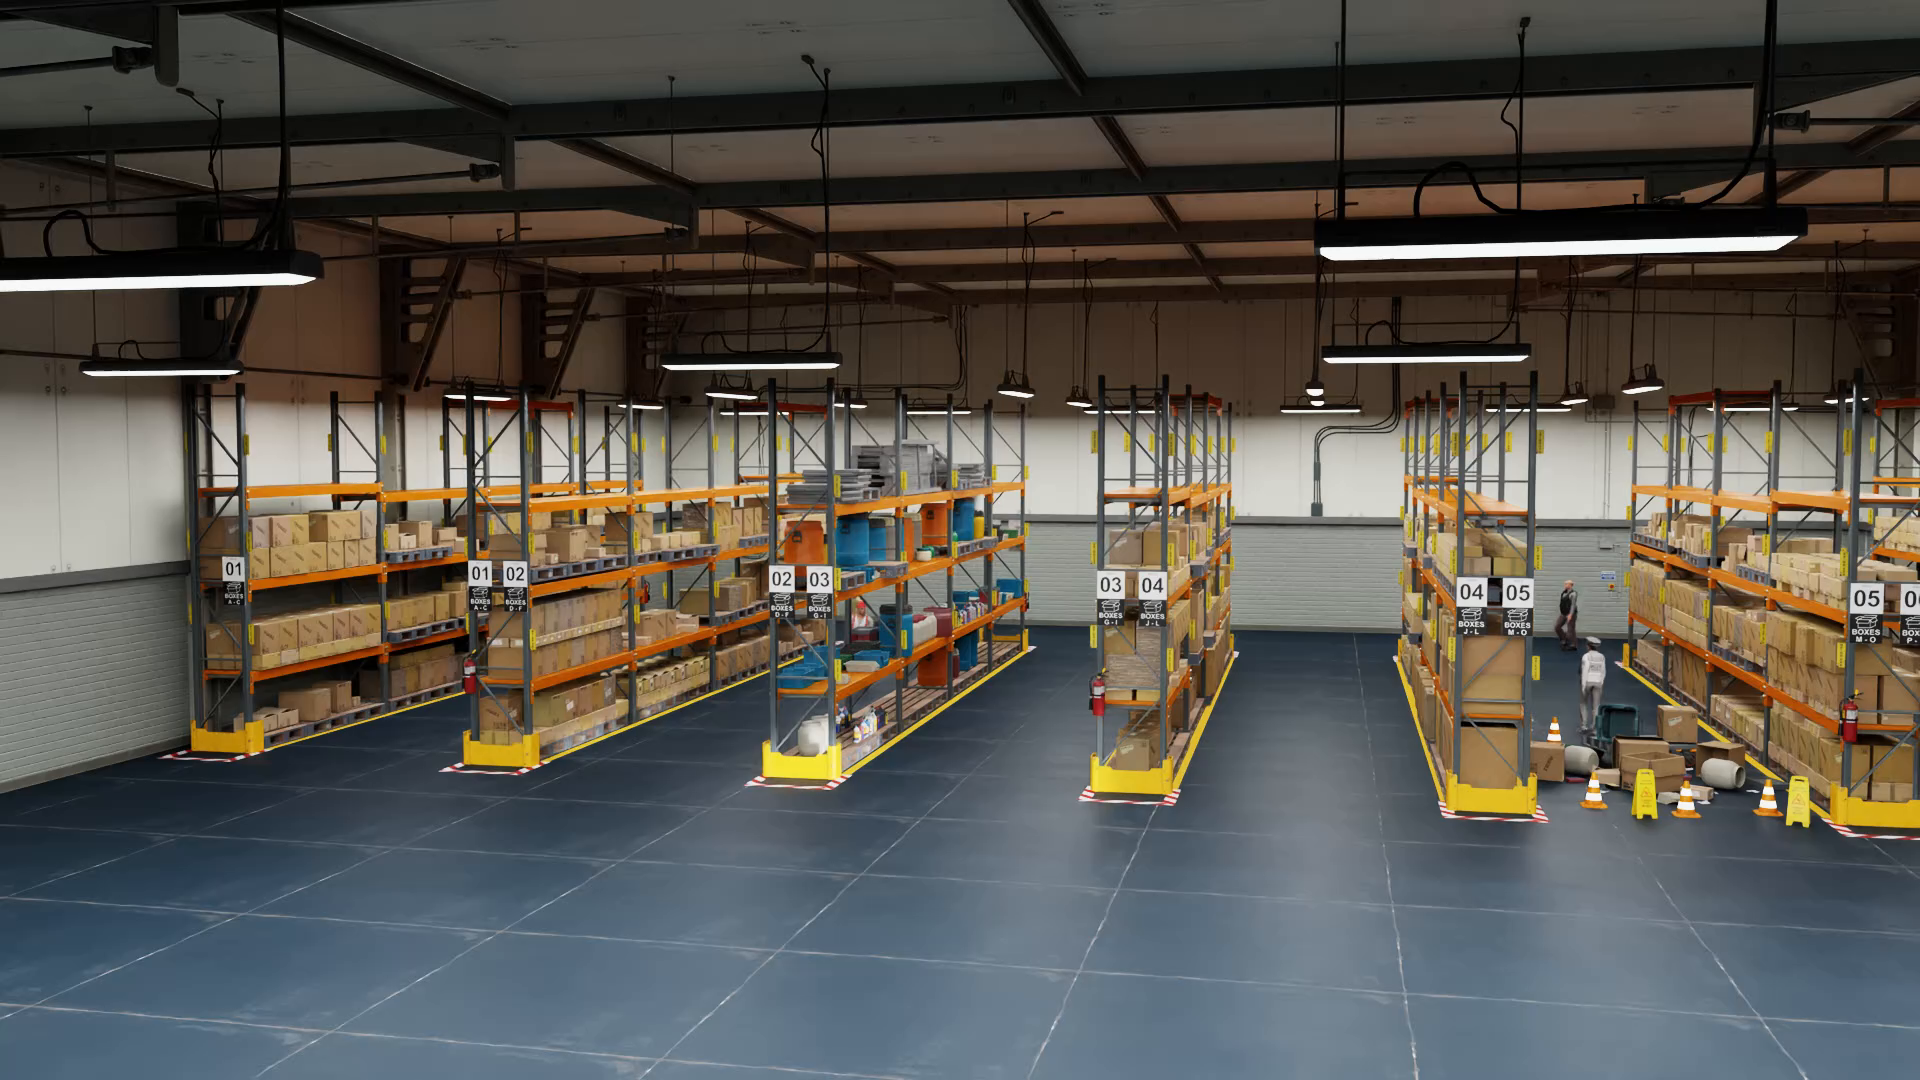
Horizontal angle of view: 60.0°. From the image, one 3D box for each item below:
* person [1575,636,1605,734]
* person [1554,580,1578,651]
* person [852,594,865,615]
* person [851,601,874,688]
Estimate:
[{"bbox_3d":[10.954,2.546,28.774,0.469,1.734,0.579,0,3,7],"label":"person"},{"bbox_3d":[14.741,1.842,40.344,0.511,1.763,0.561,-1,3,-14],"label":"person"},{"bbox_3d":[-2.425,1.936,39.019,0.473,1.673,0.474,-2,4,-28],"label":"person"},{"bbox_3d":[-2.054,2.170,34.080,0.563,1.805,0.670,0,3,-1],"label":"person"}]
